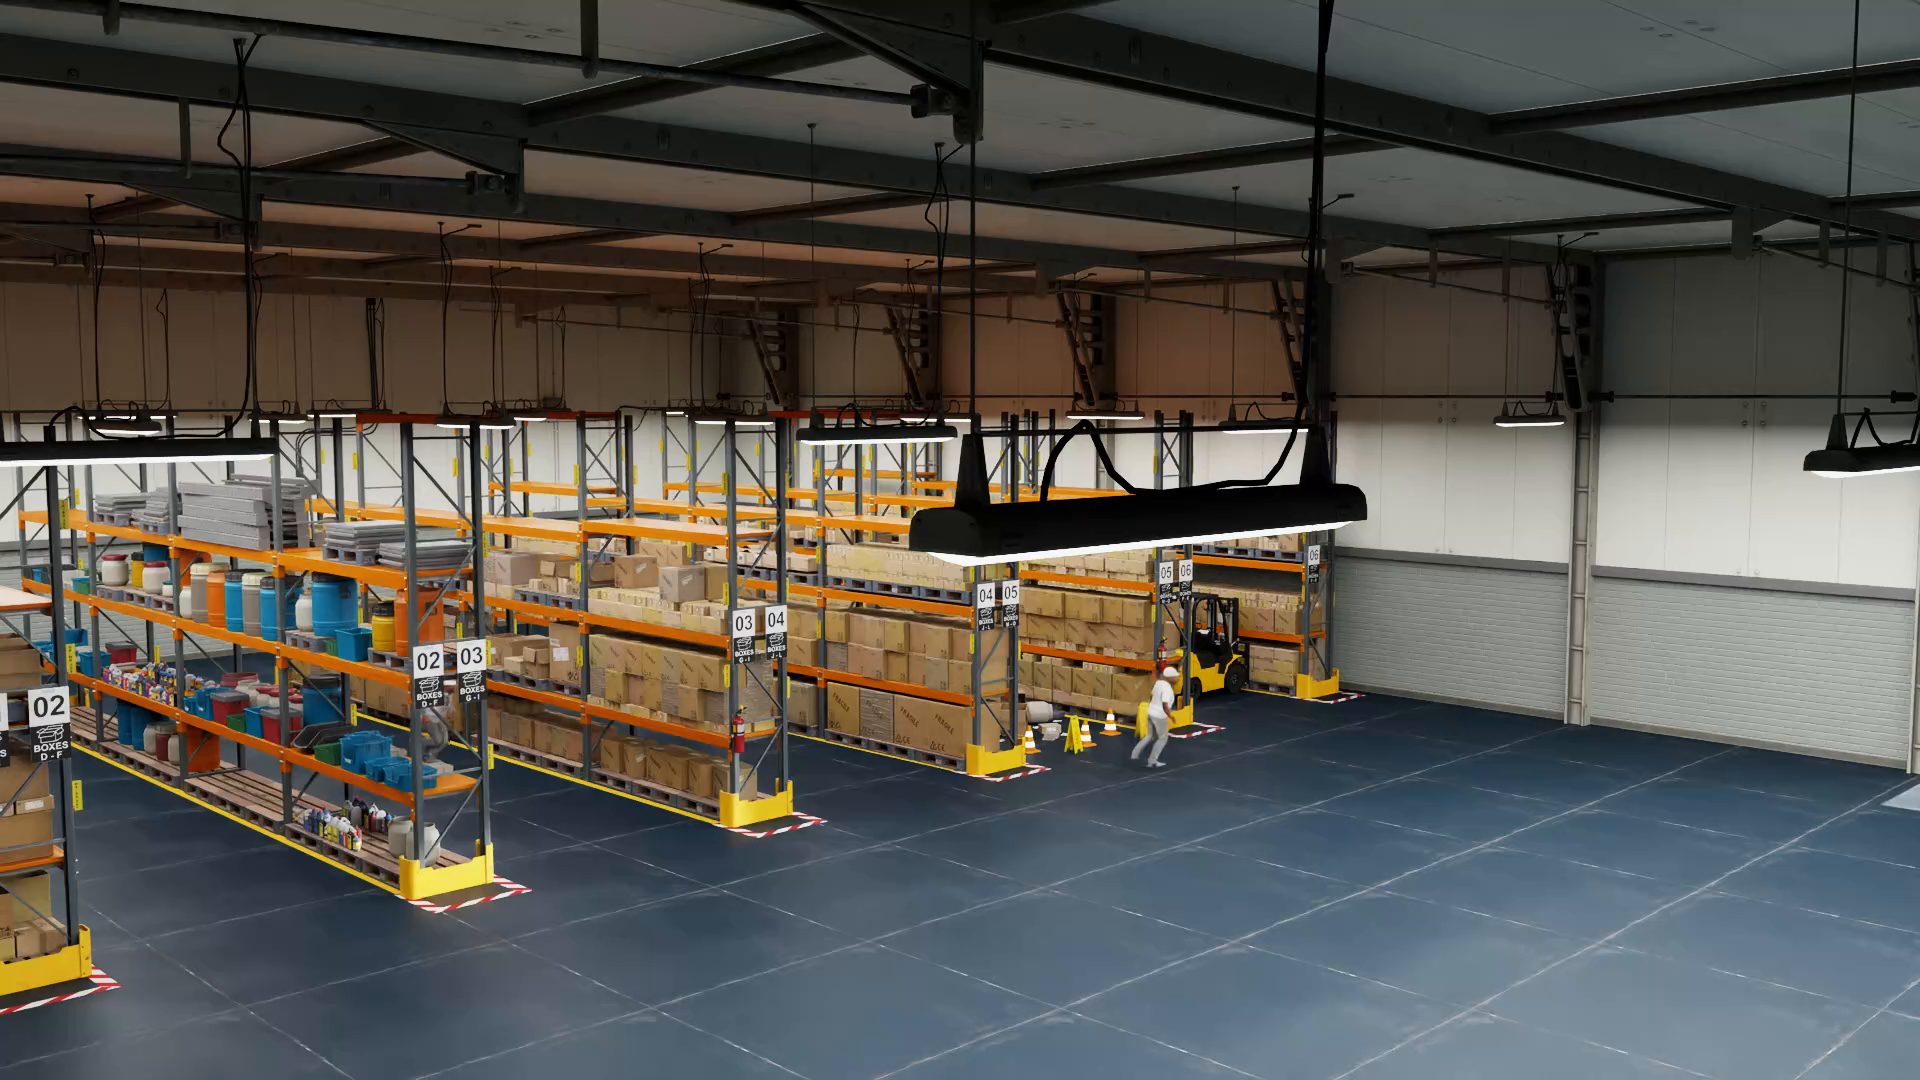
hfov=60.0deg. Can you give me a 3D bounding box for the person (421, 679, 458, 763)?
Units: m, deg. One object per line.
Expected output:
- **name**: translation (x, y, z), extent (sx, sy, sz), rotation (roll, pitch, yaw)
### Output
- **person**: translation (-8.983, 3.078, 28.483), extent (0.917, 1.584, 0.679), rotation (2, 5, 24)

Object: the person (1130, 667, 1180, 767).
- **person**: translation (3.341, 3.022, 28.402), extent (0.802, 1.702, 0.673), rotation (-1, 5, -16)
